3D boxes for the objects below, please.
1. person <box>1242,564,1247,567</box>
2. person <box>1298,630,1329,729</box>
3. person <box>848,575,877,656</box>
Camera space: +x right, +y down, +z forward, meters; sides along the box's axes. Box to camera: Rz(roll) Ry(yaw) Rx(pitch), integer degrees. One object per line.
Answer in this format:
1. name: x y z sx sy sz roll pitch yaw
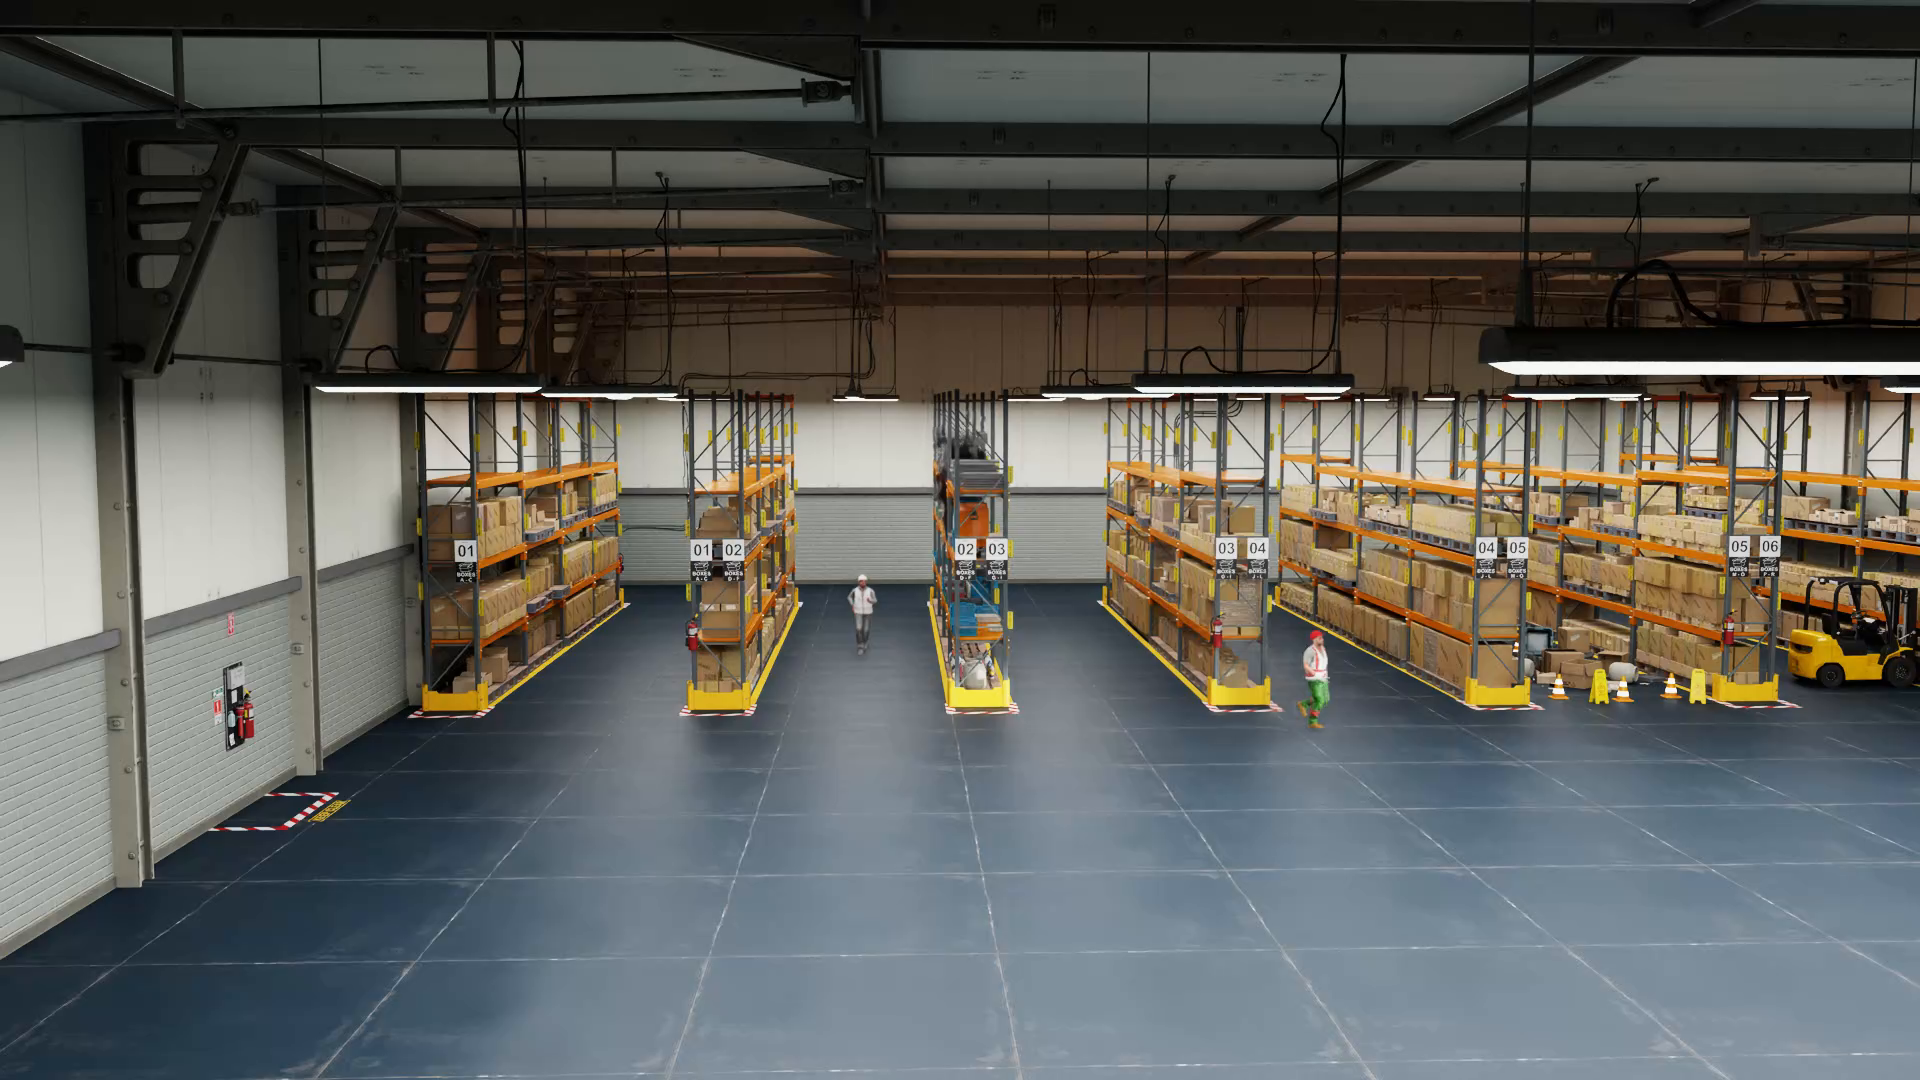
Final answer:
1. person: 7.945 1.195 44.969 0.653 1.776 0.889 0 5 1
2. person: 6.266 2.456 29.420 0.678 1.747 0.670 4 6 44
3. person: -2.233 1.712 38.267 0.643 1.825 0.747 -1 5 -8
